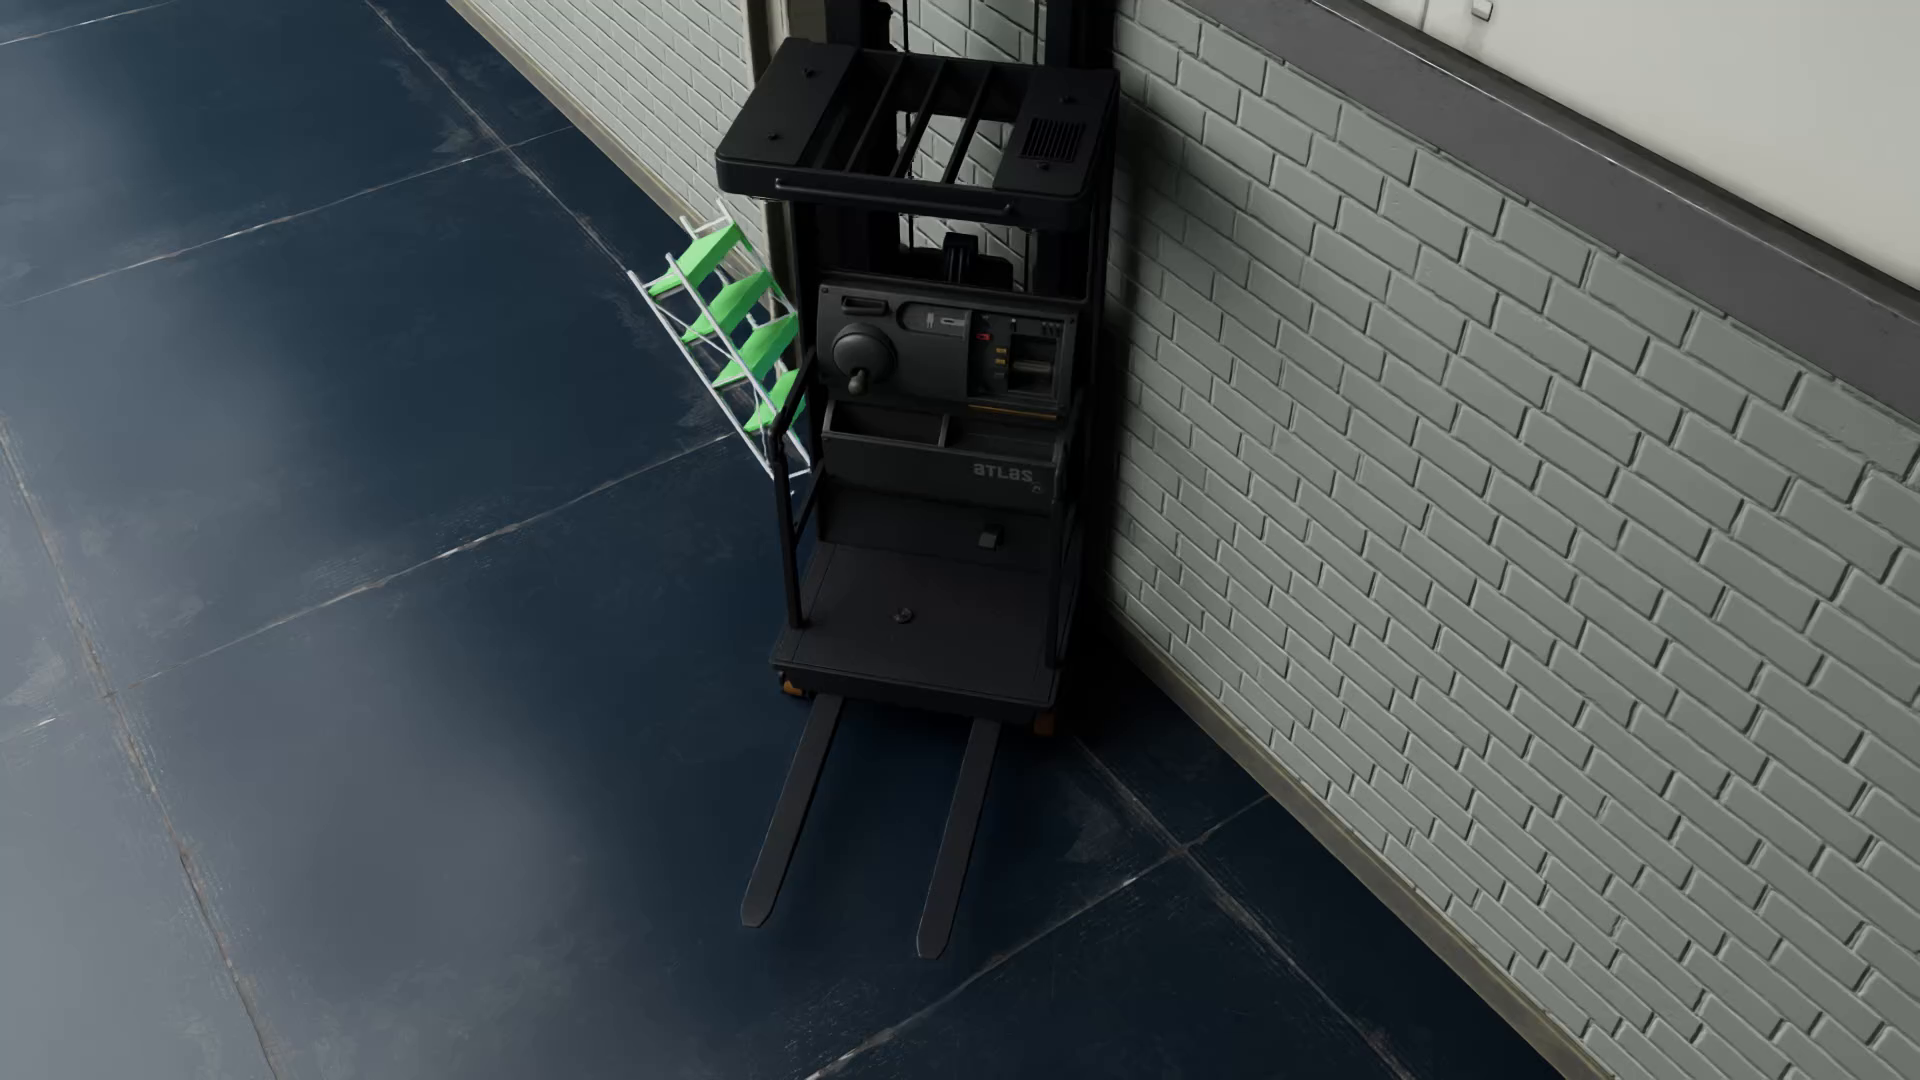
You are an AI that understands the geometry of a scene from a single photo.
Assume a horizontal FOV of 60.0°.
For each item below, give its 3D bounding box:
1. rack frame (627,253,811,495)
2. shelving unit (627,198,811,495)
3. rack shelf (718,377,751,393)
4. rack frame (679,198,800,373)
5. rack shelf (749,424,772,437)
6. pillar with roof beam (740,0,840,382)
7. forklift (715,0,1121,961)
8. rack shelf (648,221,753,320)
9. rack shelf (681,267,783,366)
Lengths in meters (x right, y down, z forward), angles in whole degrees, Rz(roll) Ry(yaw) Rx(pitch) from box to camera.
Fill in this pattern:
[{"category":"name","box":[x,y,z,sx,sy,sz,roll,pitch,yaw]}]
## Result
[{"category":"rack frame","box":[-0.979,-0.680,7.067,0.240,1.200,0.015,-16,30,33]},{"category":"shelving unit","box":[-0.901,-0.828,7.245,0.258,1.200,0.503,-16,30,33]},{"category":"rack shelf","box":[-0.884,-0.801,7.259,0.199,0.029,0.442,-16,30,33]},{"category":"rack frame","box":[-0.823,-0.976,7.423,0.240,1.200,0.015,-16,30,33]},{"category":"rack shelf","box":[-0.764,-0.618,7.359,0.199,0.029,0.442,-16,30,33]},{"category":"pillar with roof beam","box":[-4.178,-2.253,3.084,9.100,9.000,0.400,-26,49,-24]},{"category":"forklift","box":[-0.093,-0.586,5.732,1.130,2.935,3.031,8,44,9]},{"category":"rack shelf","box":[-1.109,-1.144,7.073,0.258,0.148,0.480,-16,30,33]},{"category":"rack shelf","box":[-0.989,-0.962,7.172,0.258,0.148,0.480,-16,30,33]}]
